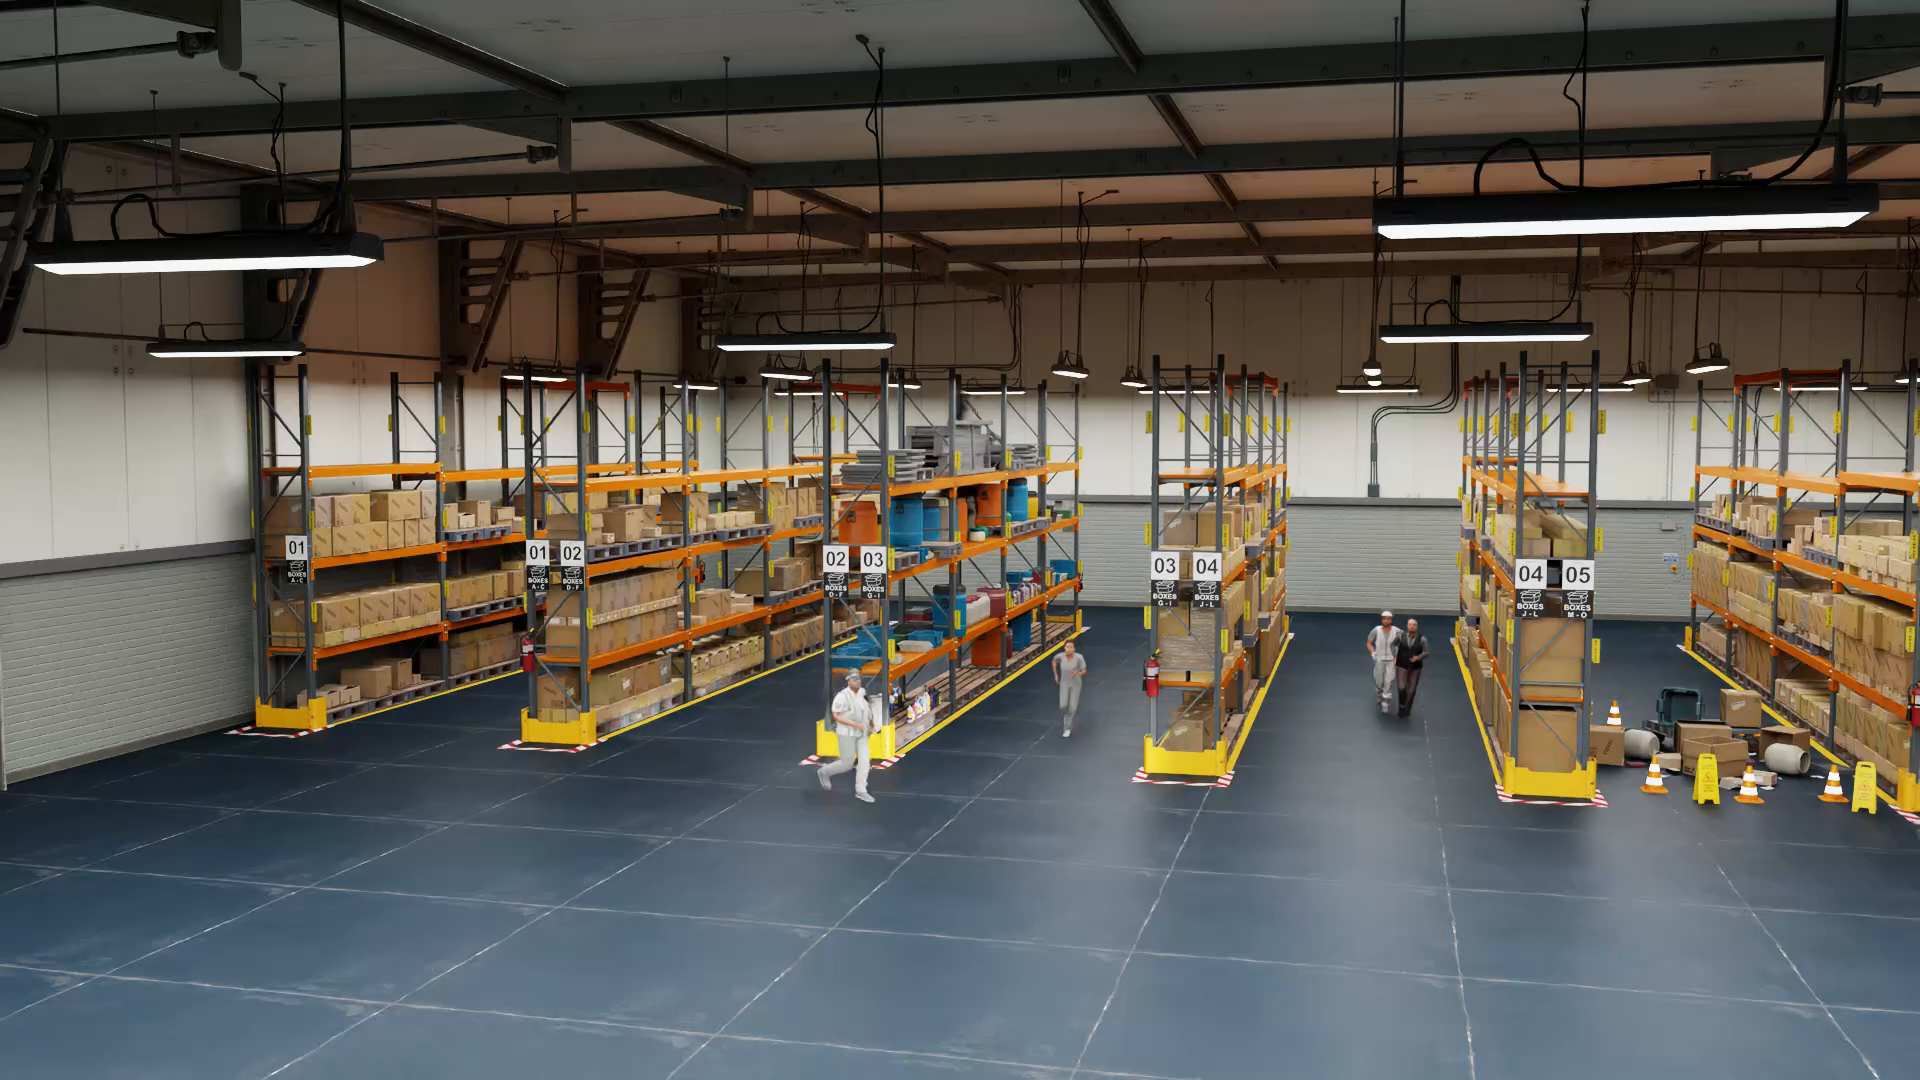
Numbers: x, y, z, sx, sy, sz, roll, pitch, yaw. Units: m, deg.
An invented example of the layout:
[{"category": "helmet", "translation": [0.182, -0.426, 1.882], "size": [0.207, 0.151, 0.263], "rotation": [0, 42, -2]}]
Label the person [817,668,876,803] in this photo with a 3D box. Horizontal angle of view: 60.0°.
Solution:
[{"category": "person", "translation": [-1.476, 2.594, 22.323], "size": [0.871, 1.788, 0.671], "rotation": [3, 5, 41]}]

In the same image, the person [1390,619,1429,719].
[{"category": "person", "translation": [7.668, 2.205, 28.380], "size": [0.653, 1.715, 0.619], "rotation": [1, 4, 14]}]

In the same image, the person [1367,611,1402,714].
[{"category": "person", "translation": [7.478, 2.118, 29.148], "size": [0.683, 1.770, 0.712], "rotation": [1, 4, 14]}]

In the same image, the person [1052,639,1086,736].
[{"category": "person", "translation": [1.746, 2.372, 26.684], "size": [0.552, 1.594, 0.689], "rotation": [0, 4, 5]}]
